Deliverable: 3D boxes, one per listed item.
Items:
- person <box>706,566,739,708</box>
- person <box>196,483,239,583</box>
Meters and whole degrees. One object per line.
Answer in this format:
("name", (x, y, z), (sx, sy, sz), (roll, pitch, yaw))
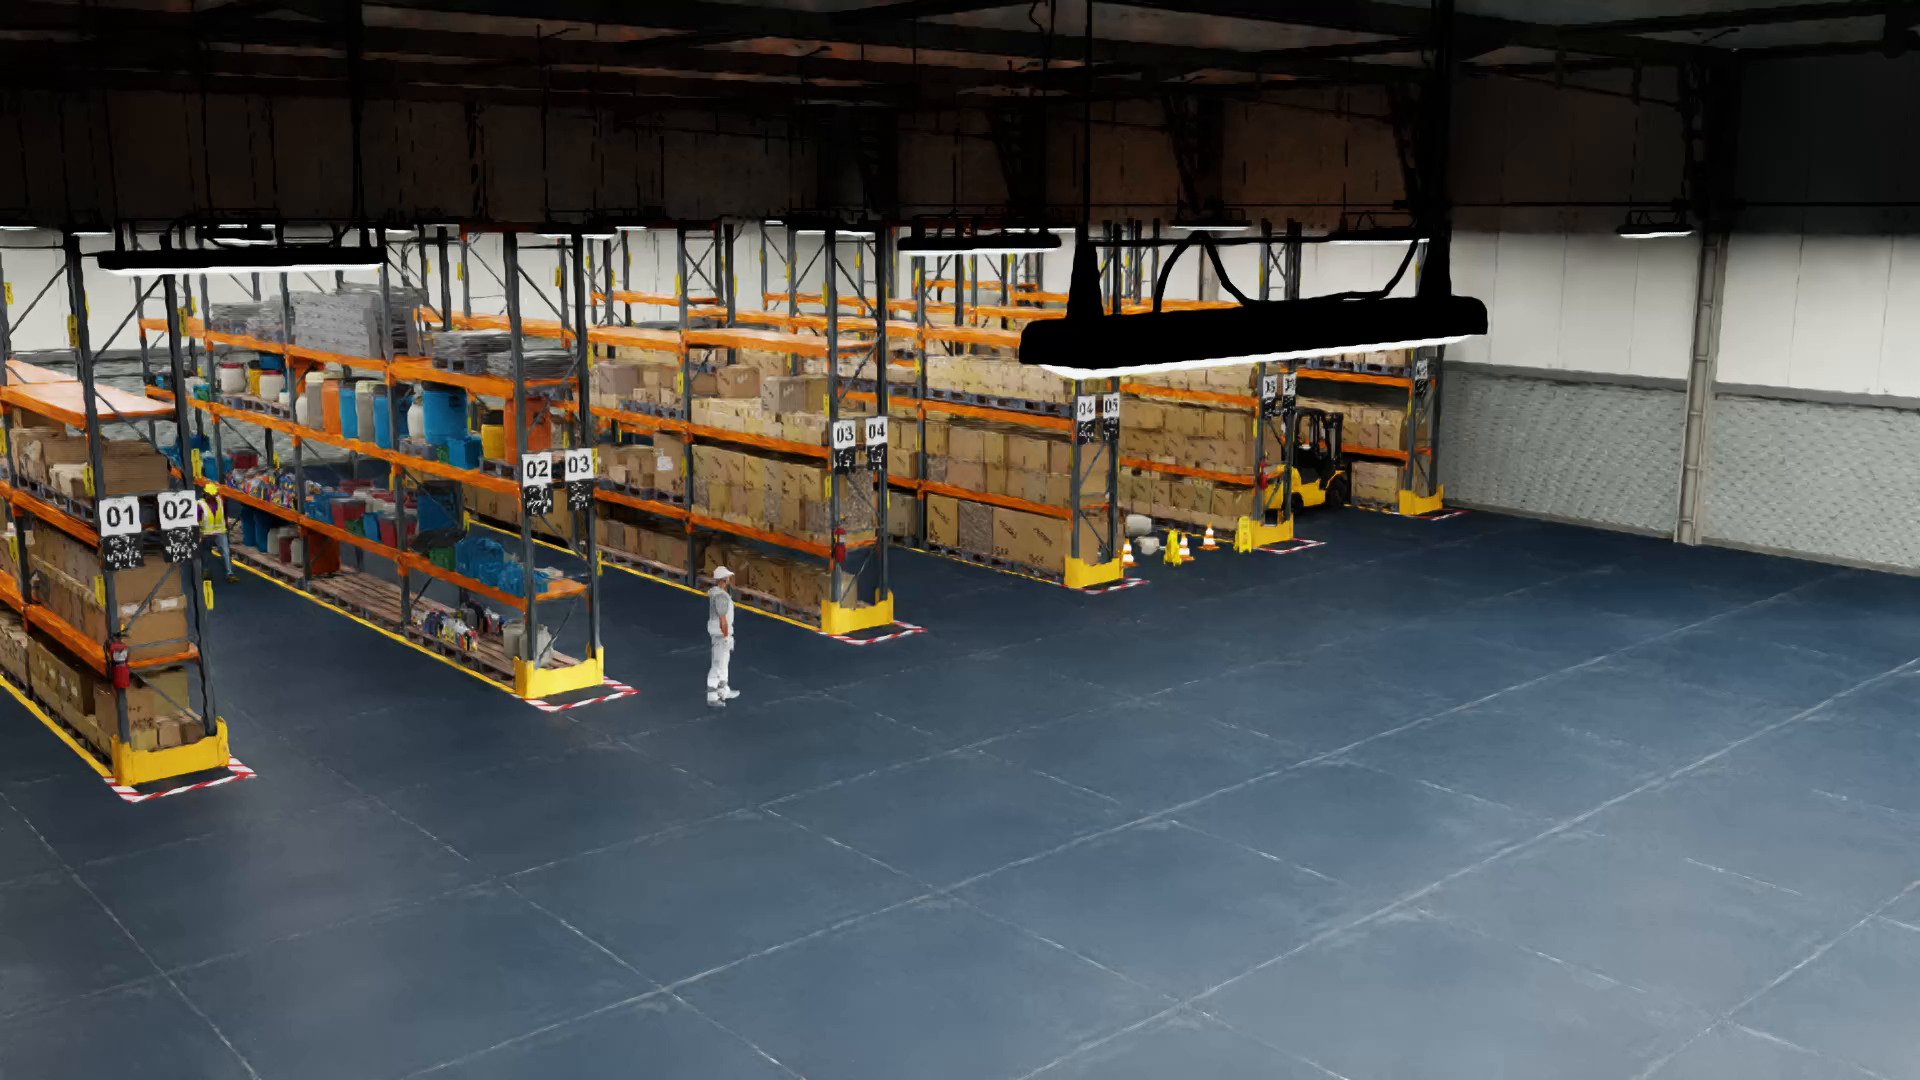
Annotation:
("person", (-3.048, 1.215, 21.295), (0.467, 1.794, 0.639), (-3, 12, -14))
("person", (-12.679, -0.135, 28.211), (0.577, 1.691, 1.121), (-9, 14, -38))
